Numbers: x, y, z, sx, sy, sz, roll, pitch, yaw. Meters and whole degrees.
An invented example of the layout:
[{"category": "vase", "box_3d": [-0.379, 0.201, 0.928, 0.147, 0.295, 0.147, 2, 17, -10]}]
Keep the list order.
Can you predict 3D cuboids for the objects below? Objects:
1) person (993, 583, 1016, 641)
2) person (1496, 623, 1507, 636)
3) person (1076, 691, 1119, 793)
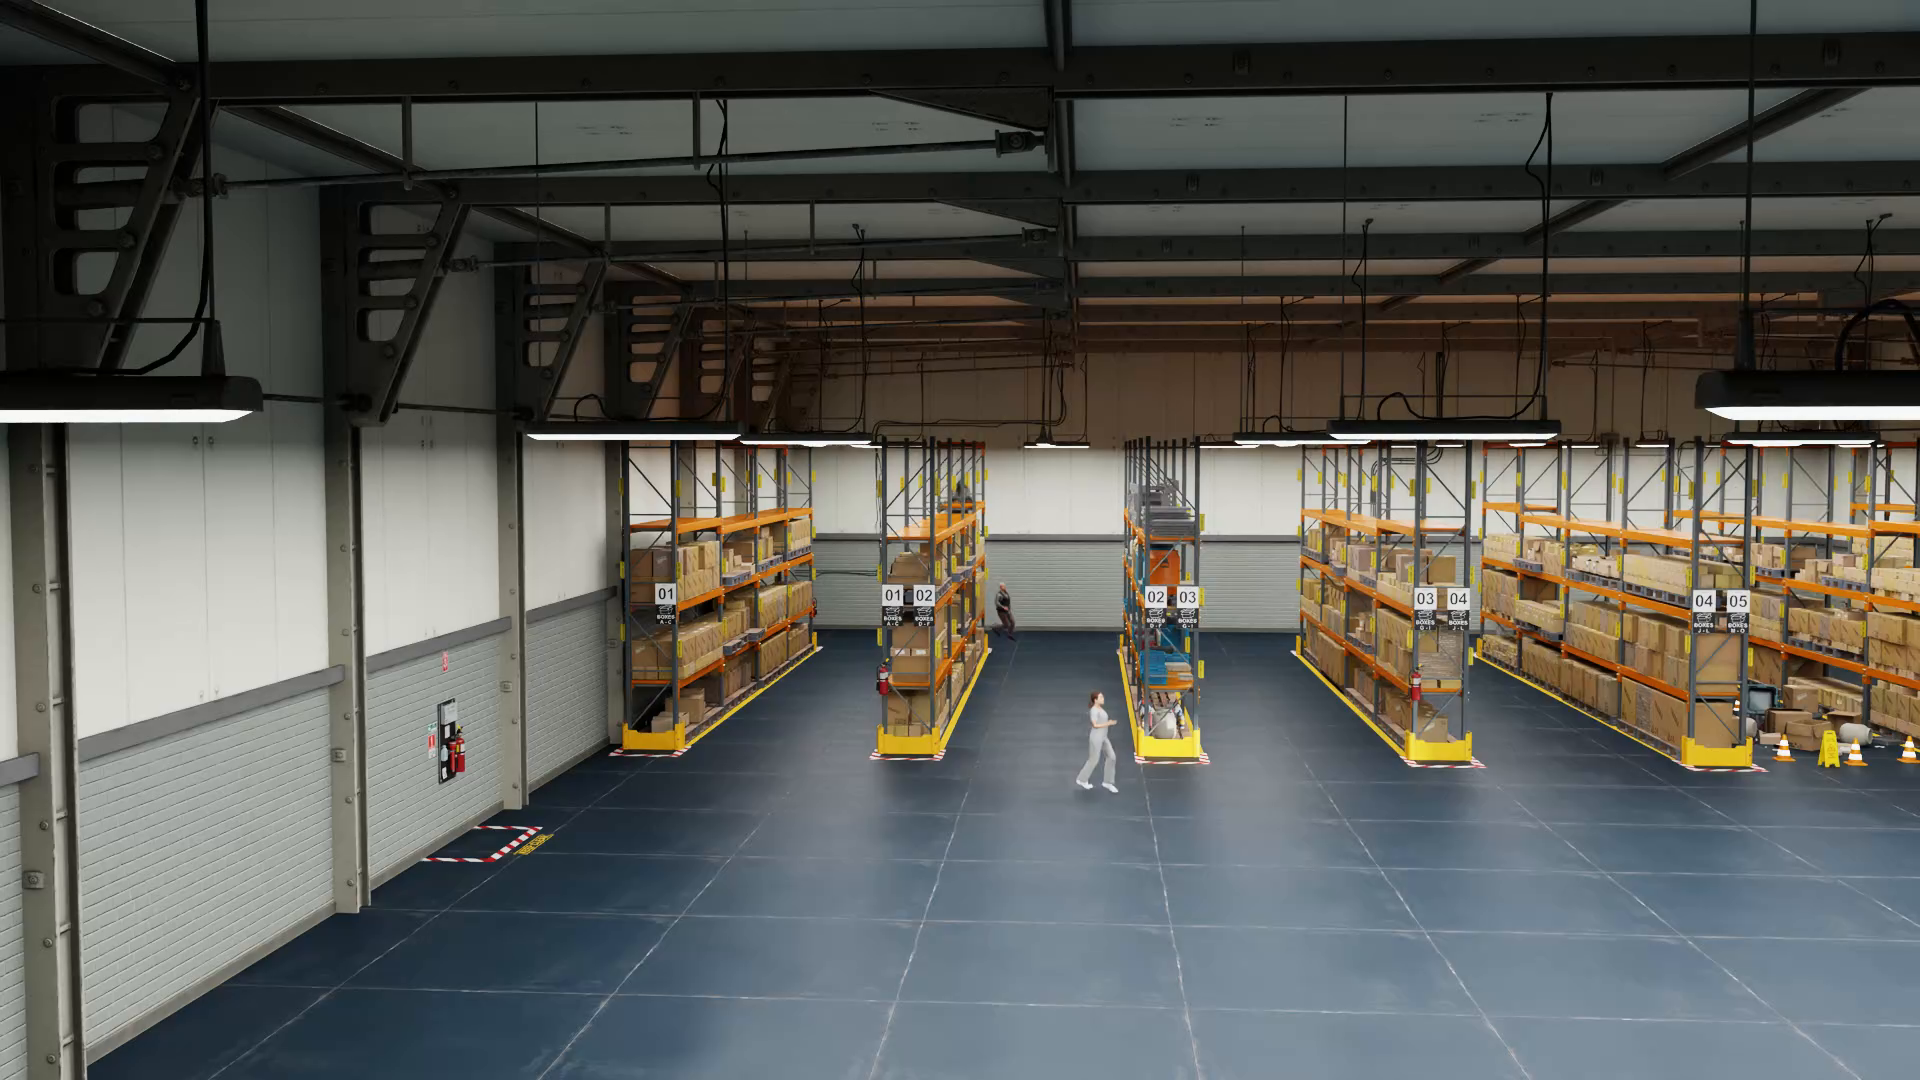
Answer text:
[{"category": "person", "box_3d": [1.230, 2.085, 48.137, 0.716, 1.693, 0.699, 2, 4, 34]}, {"category": "person", "box_3d": [15.597, 2.349, 47.740, 0.791, 1.692, 0.578, -1, 3, -26]}, {"category": "person", "box_3d": [2.303, 3.382, 27.910, 0.728, 1.714, 0.549, 1, 3, 25]}]
